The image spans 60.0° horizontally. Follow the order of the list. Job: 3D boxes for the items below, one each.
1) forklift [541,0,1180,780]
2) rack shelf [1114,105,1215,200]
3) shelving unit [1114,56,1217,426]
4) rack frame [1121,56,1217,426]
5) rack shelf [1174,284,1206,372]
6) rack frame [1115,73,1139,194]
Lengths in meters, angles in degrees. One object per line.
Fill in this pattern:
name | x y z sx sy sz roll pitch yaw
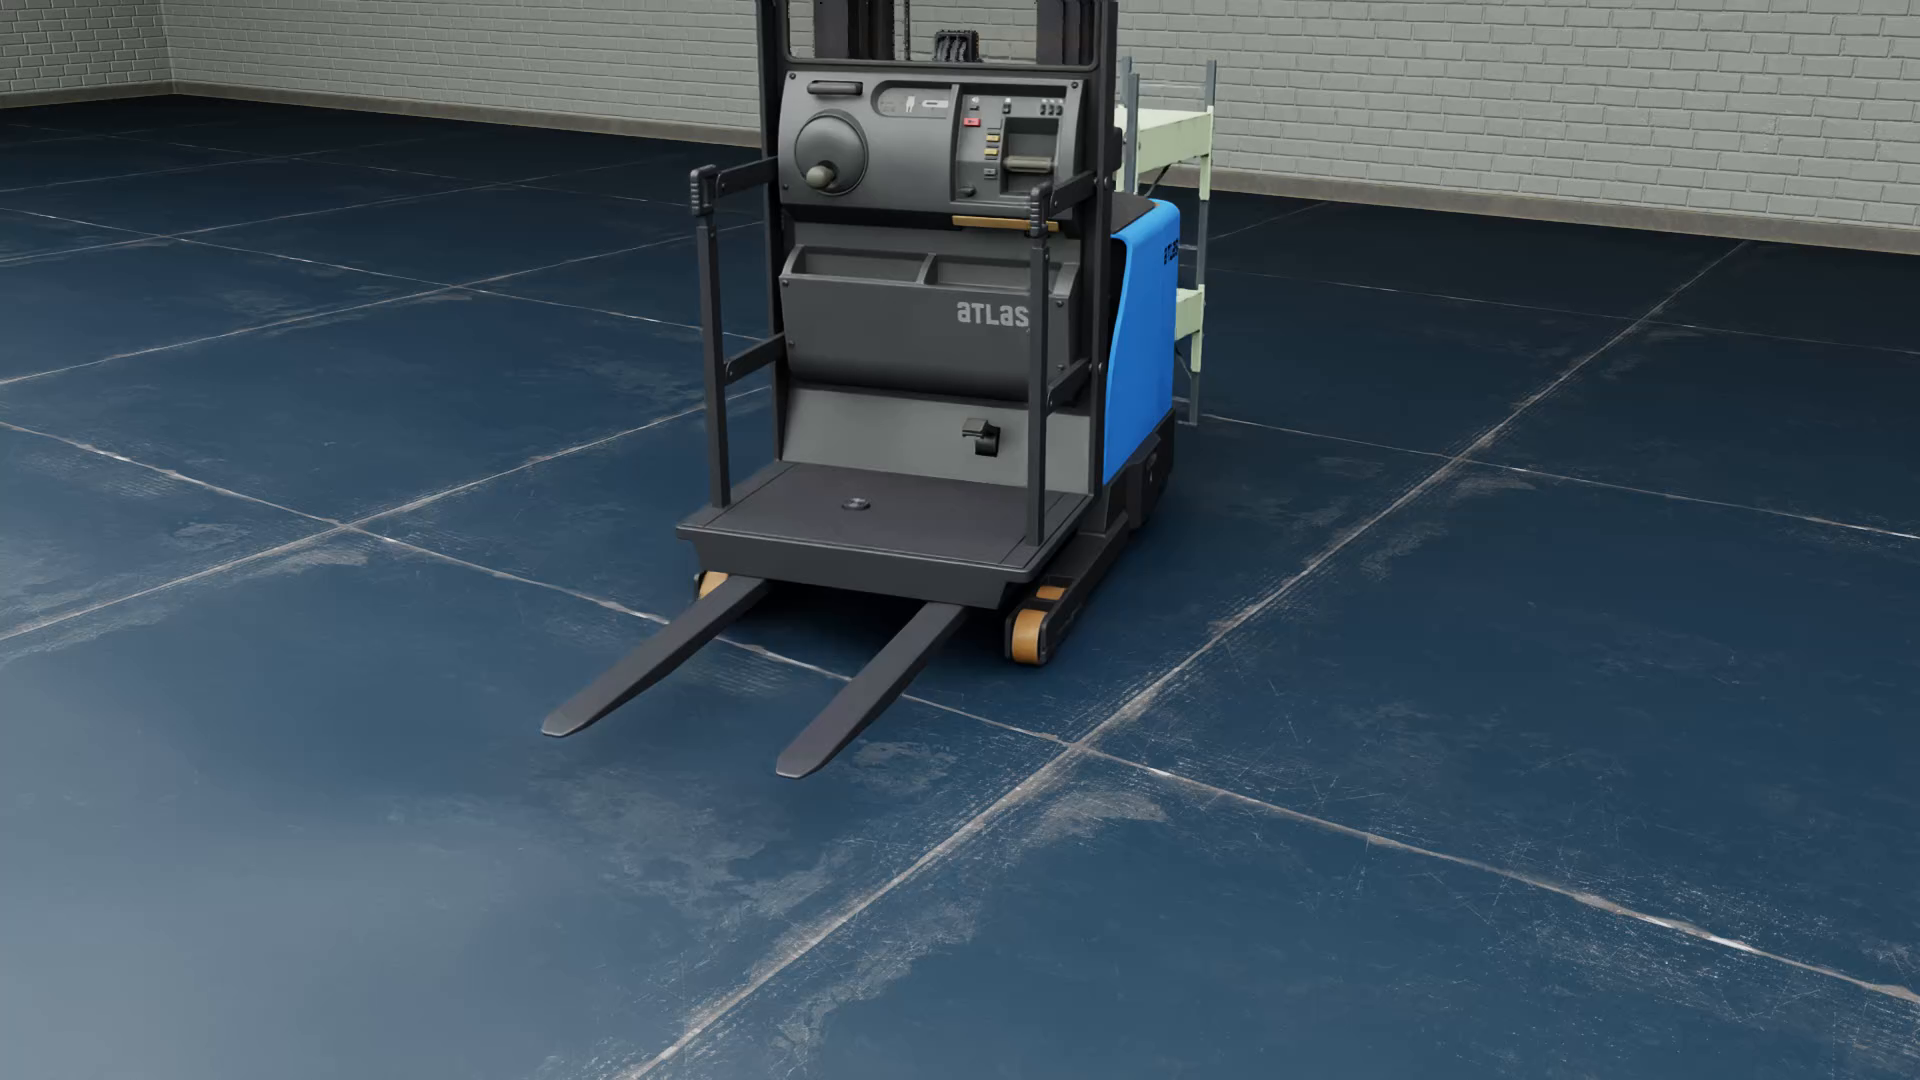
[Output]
forklift | -0.166 -1.171 4.705 1.130 2.935 3.031 7 21 18
rack shelf | 0.652 -1.482 6.483 0.431 0.370 0.720 11 23 28
shelving unit | 0.652 -1.115 6.619 0.431 1.500 0.755 11 23 28
rack frame | 0.837 -1.225 6.915 0.400 1.500 0.023 11 23 28
rack shelf | 0.652 -0.810 6.732 0.431 0.370 0.720 11 23 28
rack frame | 0.467 -1.006 6.322 0.400 1.500 0.023 11 23 28
